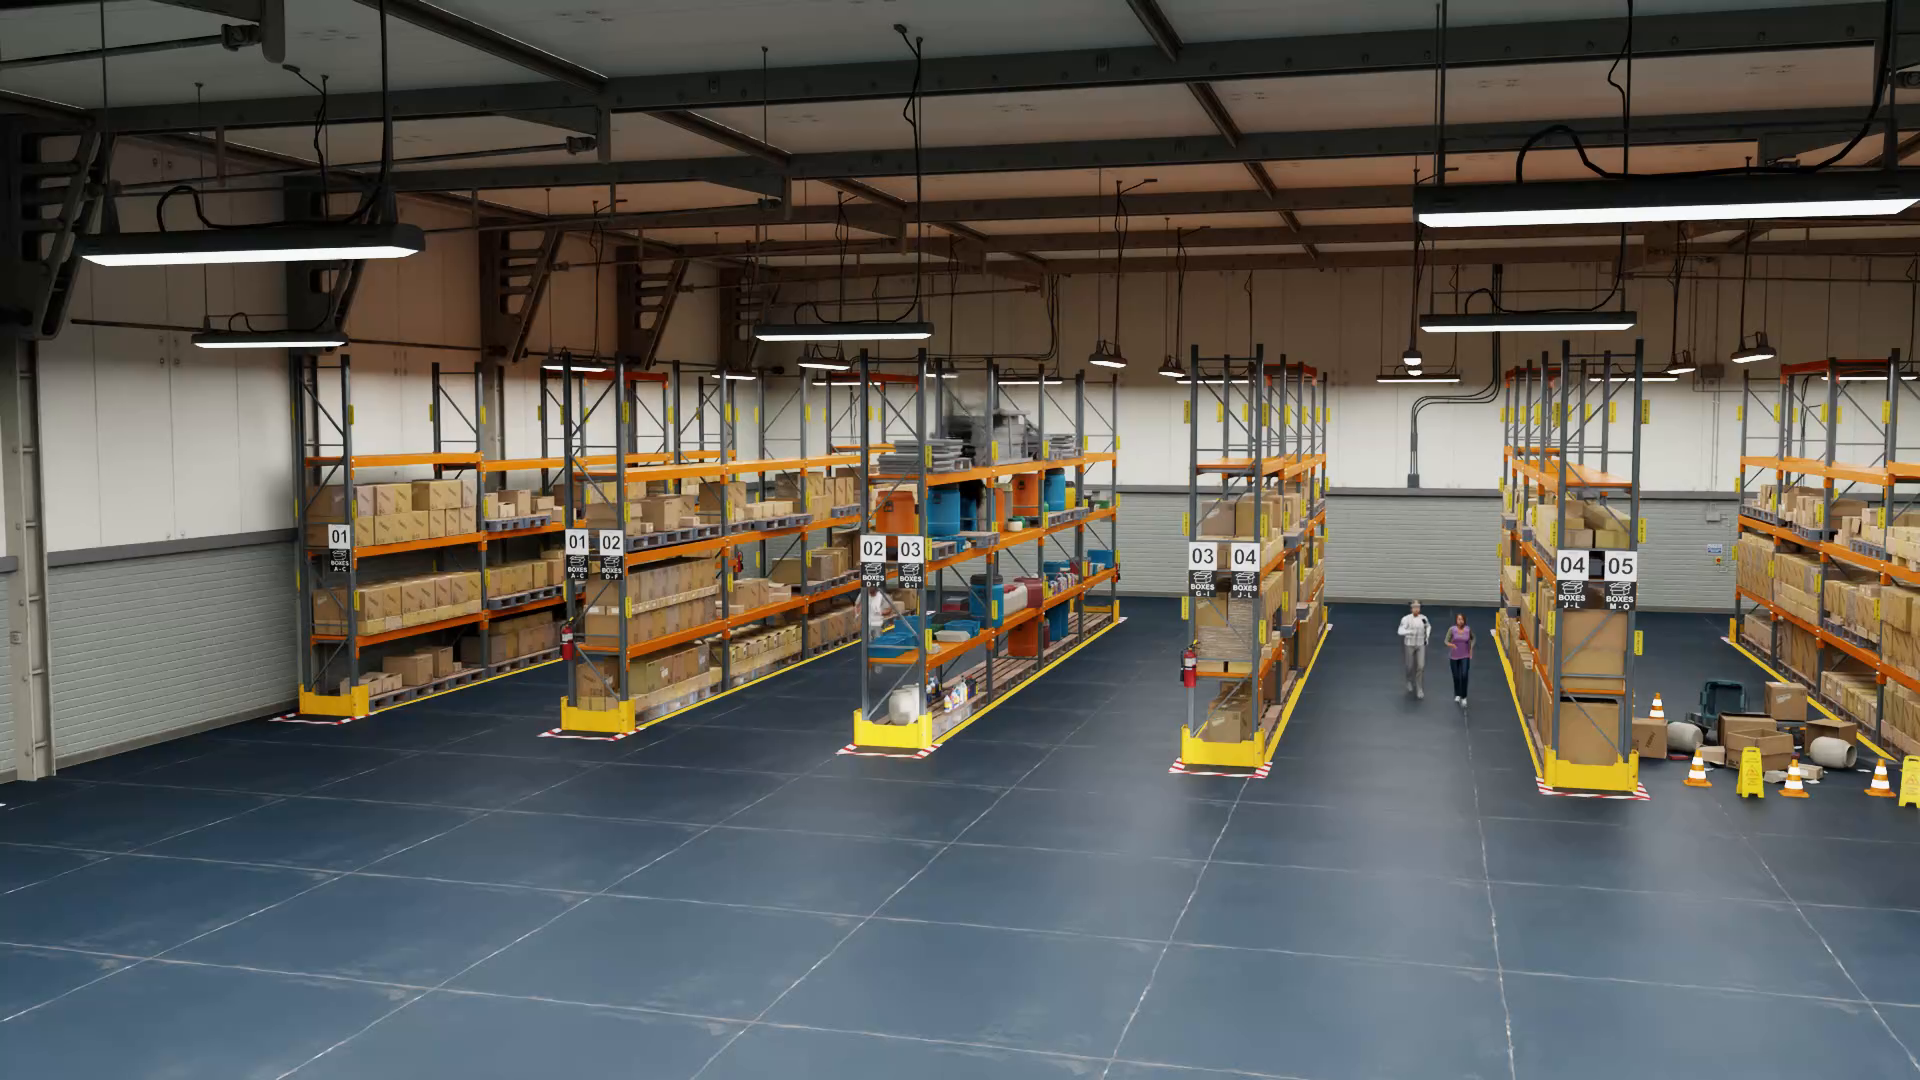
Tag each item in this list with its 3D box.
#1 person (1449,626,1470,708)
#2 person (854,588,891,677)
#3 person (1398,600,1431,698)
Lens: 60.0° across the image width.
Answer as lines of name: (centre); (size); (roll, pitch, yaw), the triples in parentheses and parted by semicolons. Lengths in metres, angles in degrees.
person: (8.619, 2.176, 28.681); (0.346, 1.411, 0.603); (1, 5, 19)
person: (-1.601, 1.574, 30.076); (0.696, 1.794, 0.878); (0, 4, 5)
person: (8.105, 1.909, 29.617); (0.605, 1.703, 0.852); (0, 4, 6)
